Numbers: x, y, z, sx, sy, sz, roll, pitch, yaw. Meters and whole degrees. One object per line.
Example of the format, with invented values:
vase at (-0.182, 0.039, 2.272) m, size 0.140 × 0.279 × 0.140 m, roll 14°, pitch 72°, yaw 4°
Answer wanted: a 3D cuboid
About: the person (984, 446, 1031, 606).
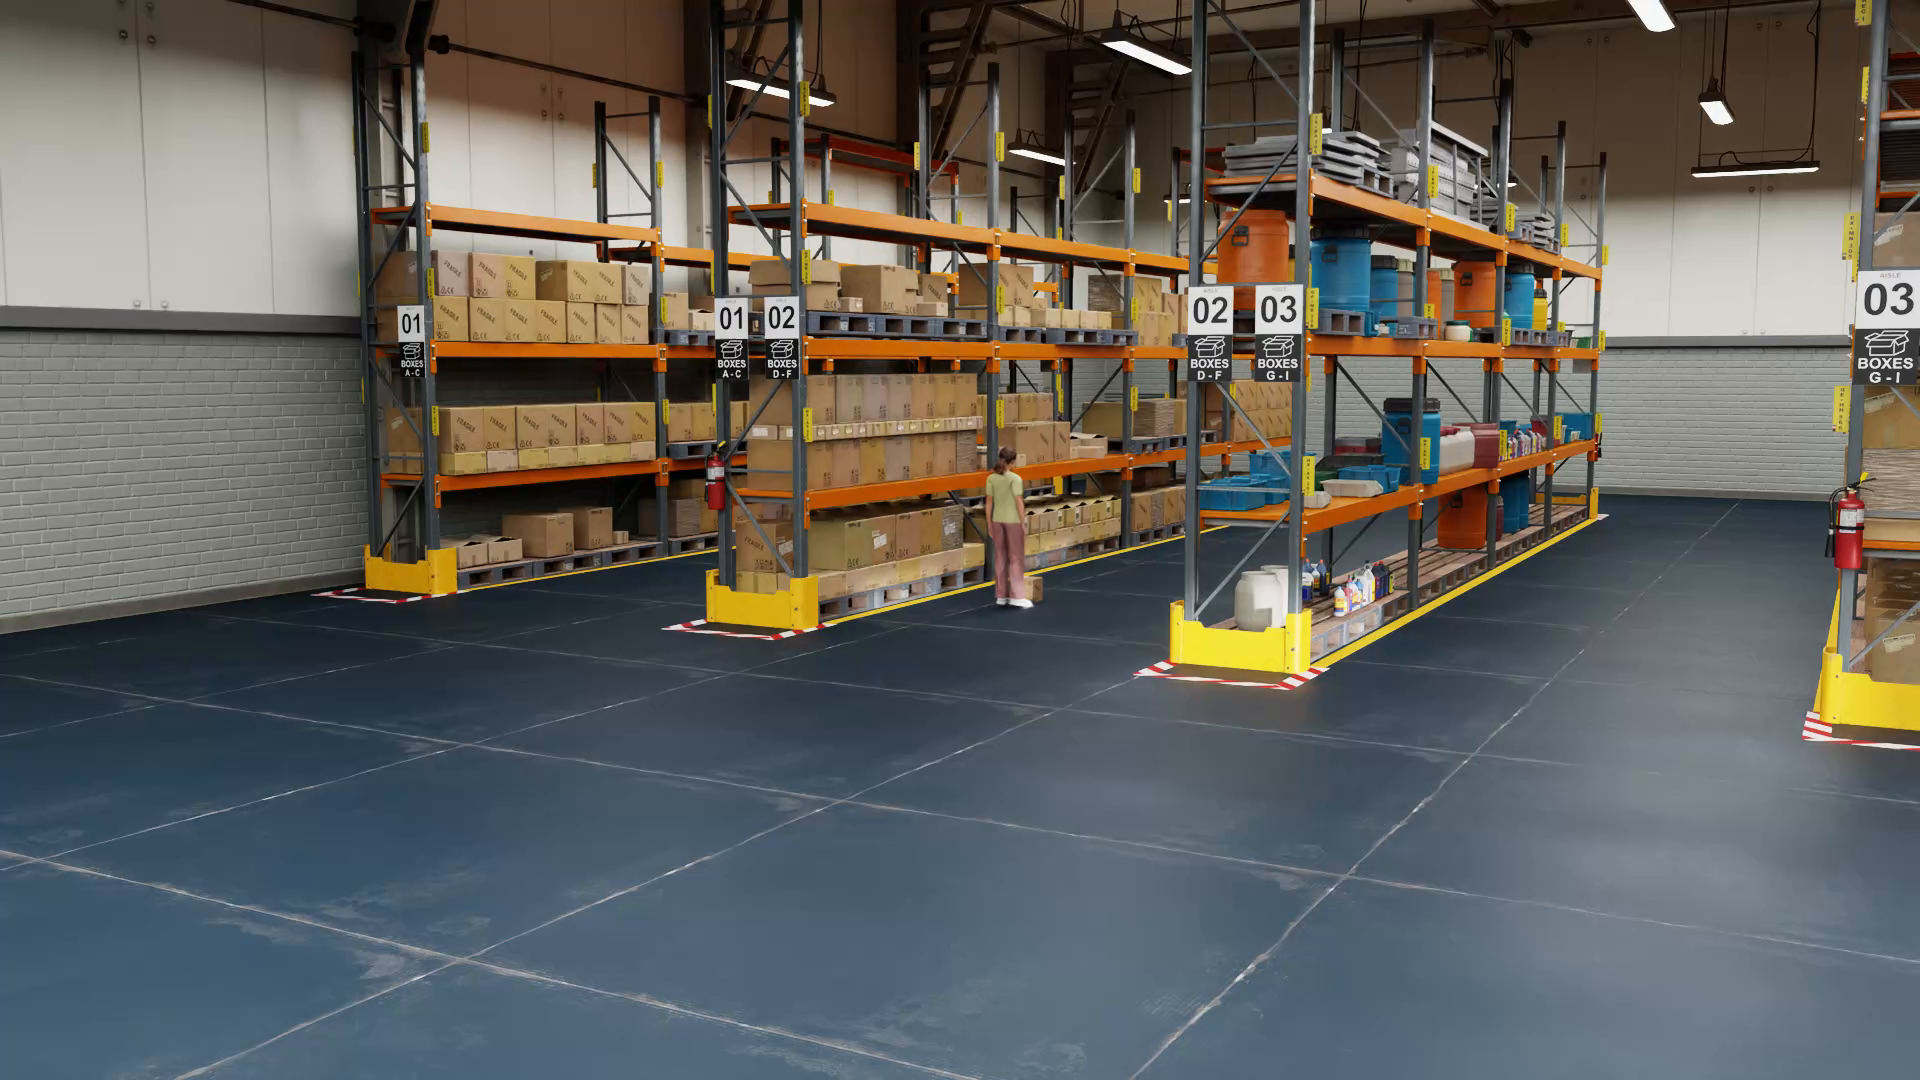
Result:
person at (0.502, -0.143, 17.557) m, size 0.453 × 1.693 × 0.424 m, roll 3°, pitch 7°, yaw 29°
